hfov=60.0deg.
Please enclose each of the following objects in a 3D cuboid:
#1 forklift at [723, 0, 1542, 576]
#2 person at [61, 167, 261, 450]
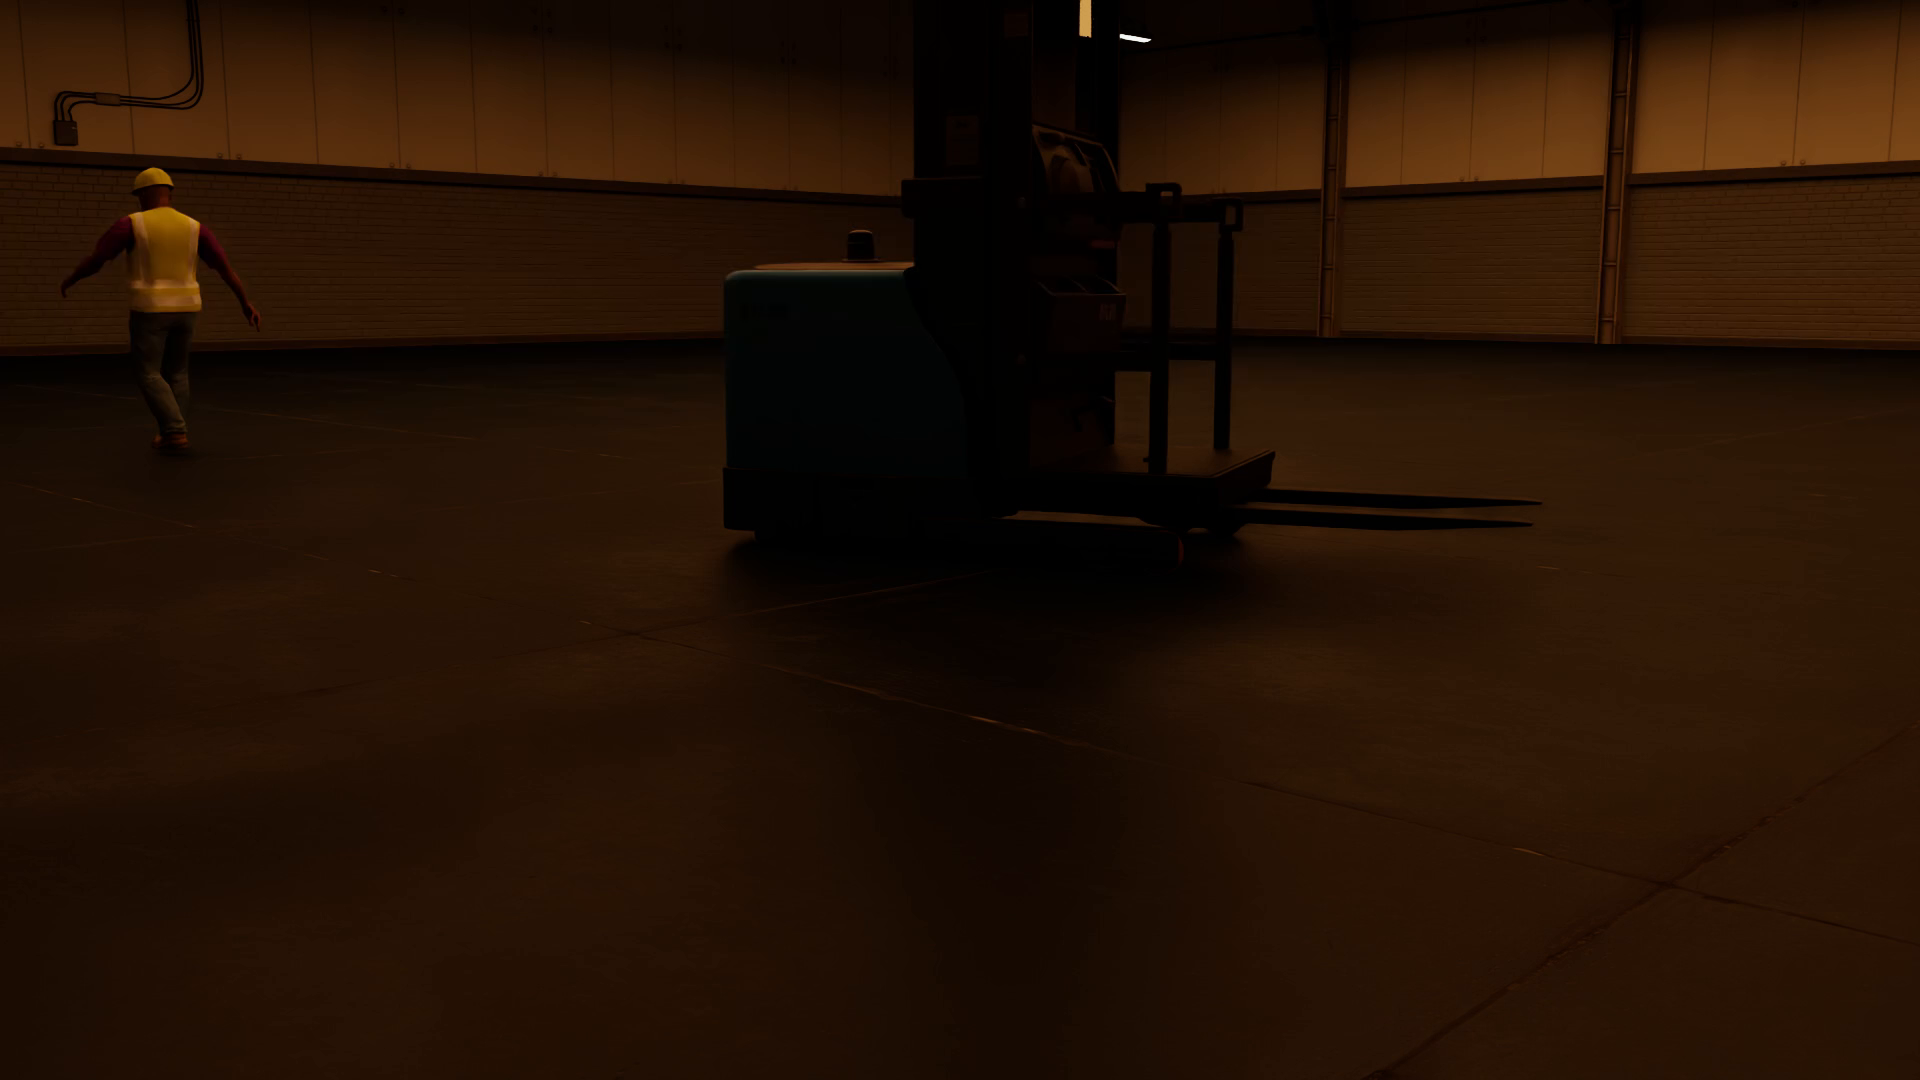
[{"bbox_3d":[0.635,-1.412,6.248,3.031,2.935,1.130,3,9,22],"label":"forklift"},{"bbox_3d":[-4.928,-1.422,10.319,0.751,1.742,0.997,8,11,42],"label":"person"}]
